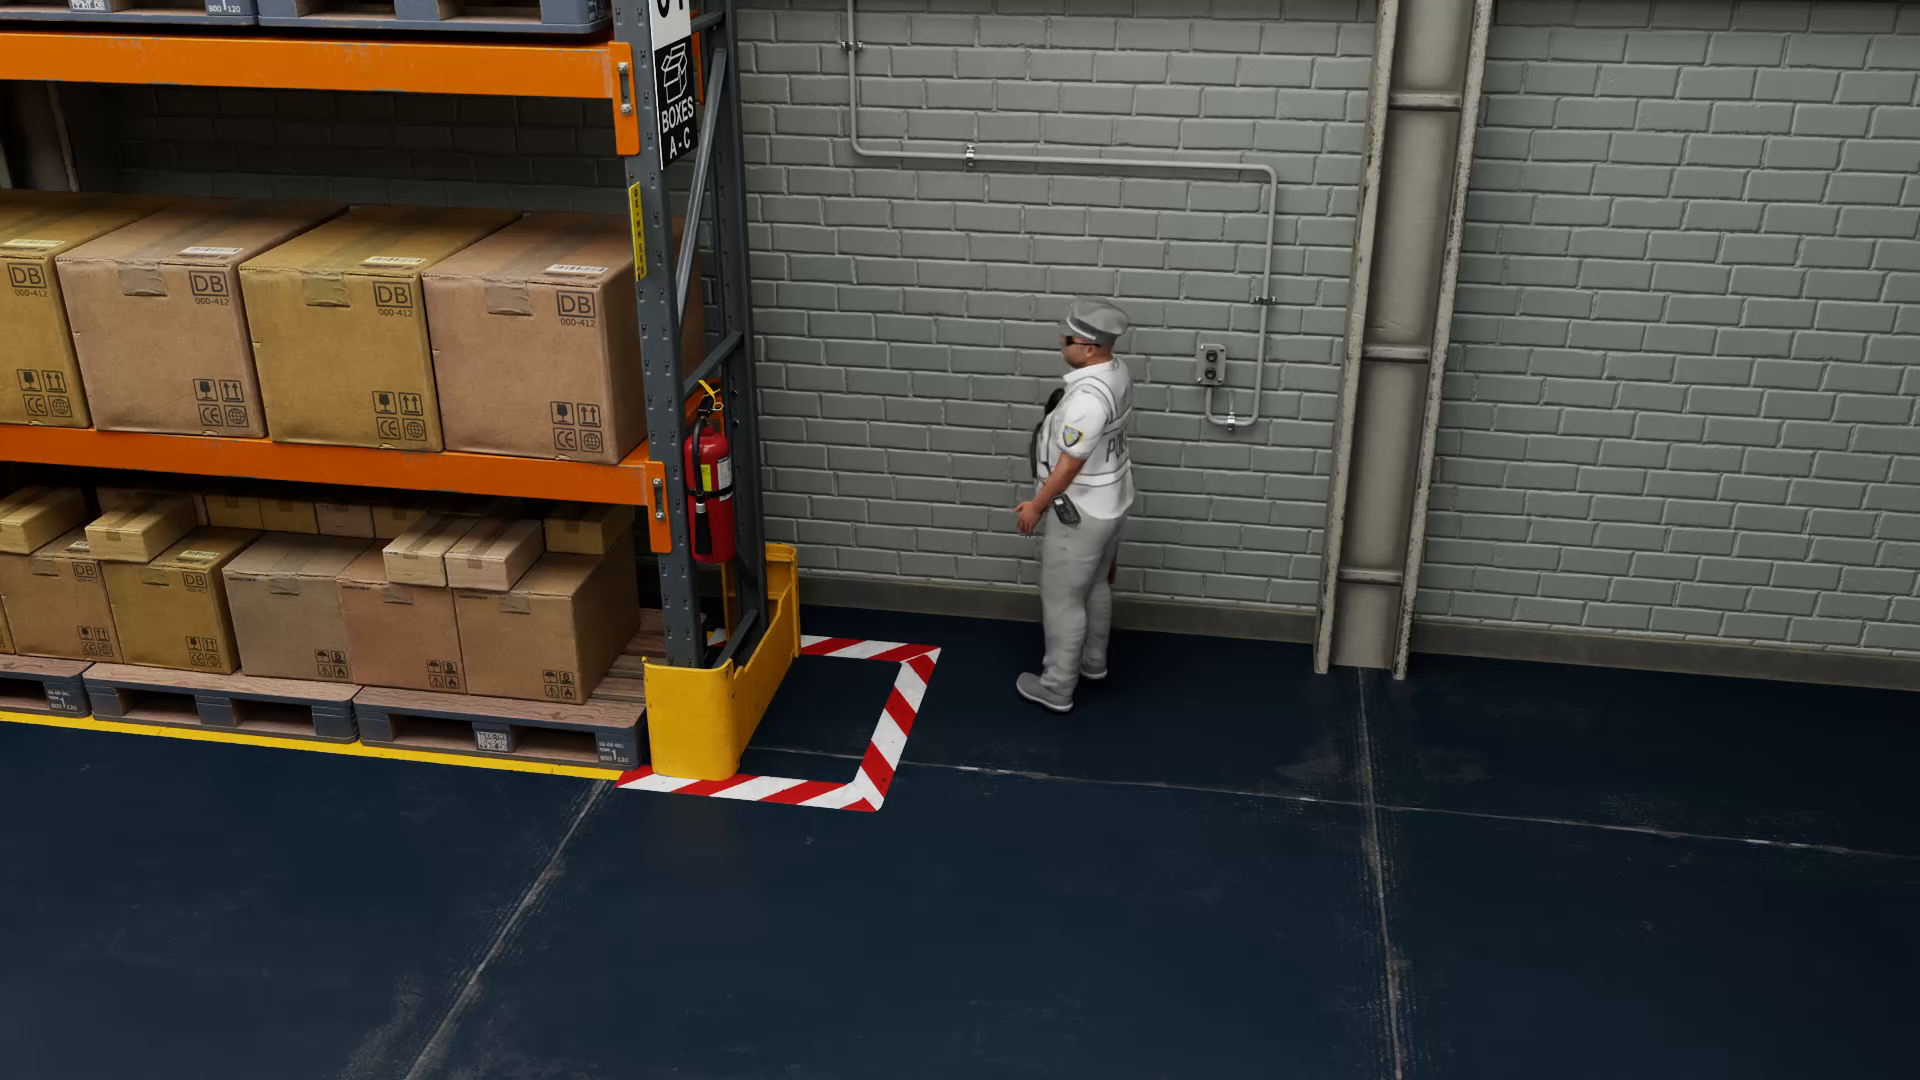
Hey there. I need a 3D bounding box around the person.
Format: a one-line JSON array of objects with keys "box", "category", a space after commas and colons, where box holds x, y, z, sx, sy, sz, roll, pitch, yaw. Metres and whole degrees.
[{"box": [0.488, -0.159, 6.874, 0.461, 1.782, 0.602, 9, 26, 18], "category": "person"}]
